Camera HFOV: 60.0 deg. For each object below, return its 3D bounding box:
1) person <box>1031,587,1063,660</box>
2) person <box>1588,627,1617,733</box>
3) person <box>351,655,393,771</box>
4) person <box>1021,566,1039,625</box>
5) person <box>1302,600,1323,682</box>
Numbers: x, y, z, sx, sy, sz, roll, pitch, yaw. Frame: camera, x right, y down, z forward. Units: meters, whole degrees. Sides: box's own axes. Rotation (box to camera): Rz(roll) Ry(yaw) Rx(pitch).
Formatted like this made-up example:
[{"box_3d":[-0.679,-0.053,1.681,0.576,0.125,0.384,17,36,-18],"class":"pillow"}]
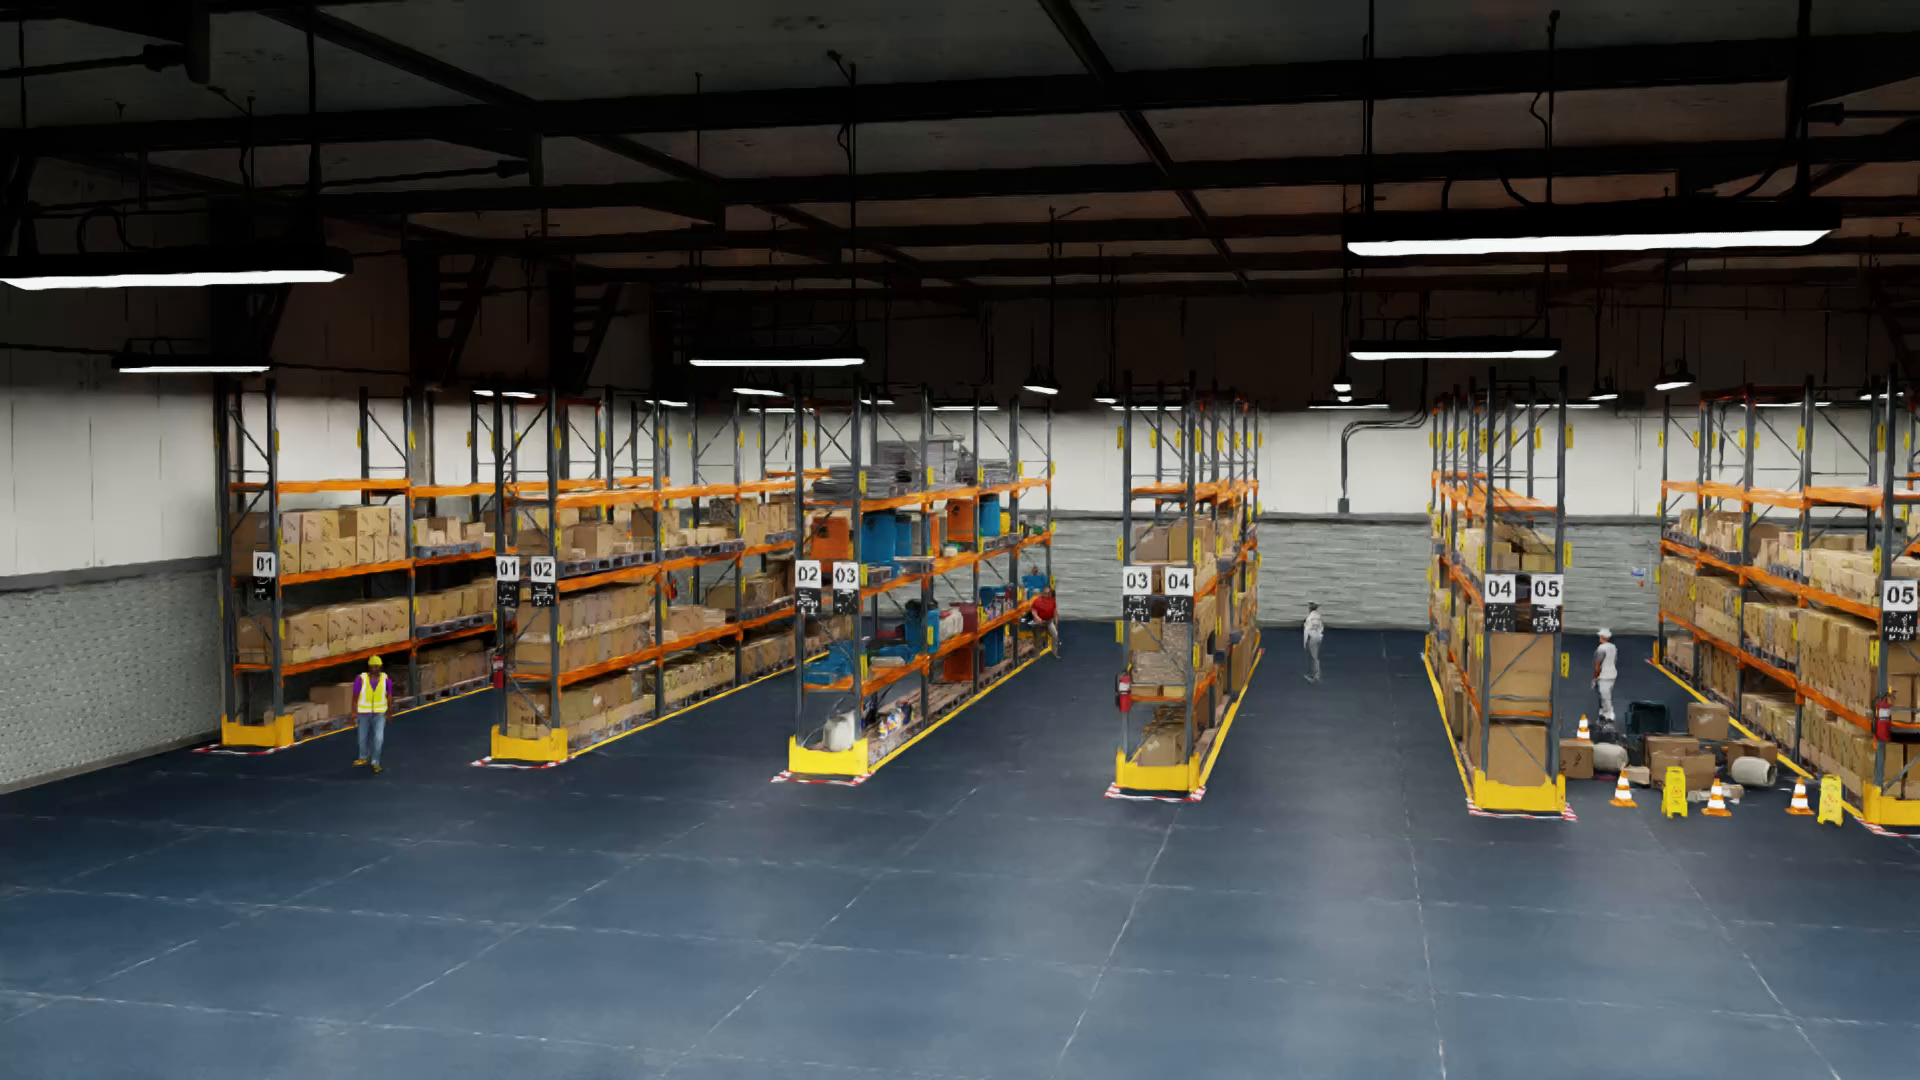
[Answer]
[{"box_3d":[1.946,1.891,37.852,0.691,1.669,0.798,0,3,-8],"class":"person"},{"box_3d":[11.005,2.384,28.490,0.577,1.785,0.655,3,5,44],"class":"person"},{"box_3d":[-8.941,2.615,25.281,0.611,1.750,0.579,-1,4,-22],"class":"person"},{"box_3d":[1.926,1.500,44.999,0.421,1.588,0.565,3,5,42],"class":"person"},{"box_3d":[7.320,2.081,34.569,0.526,1.665,0.566,3,5,43],"class":"person"}]
